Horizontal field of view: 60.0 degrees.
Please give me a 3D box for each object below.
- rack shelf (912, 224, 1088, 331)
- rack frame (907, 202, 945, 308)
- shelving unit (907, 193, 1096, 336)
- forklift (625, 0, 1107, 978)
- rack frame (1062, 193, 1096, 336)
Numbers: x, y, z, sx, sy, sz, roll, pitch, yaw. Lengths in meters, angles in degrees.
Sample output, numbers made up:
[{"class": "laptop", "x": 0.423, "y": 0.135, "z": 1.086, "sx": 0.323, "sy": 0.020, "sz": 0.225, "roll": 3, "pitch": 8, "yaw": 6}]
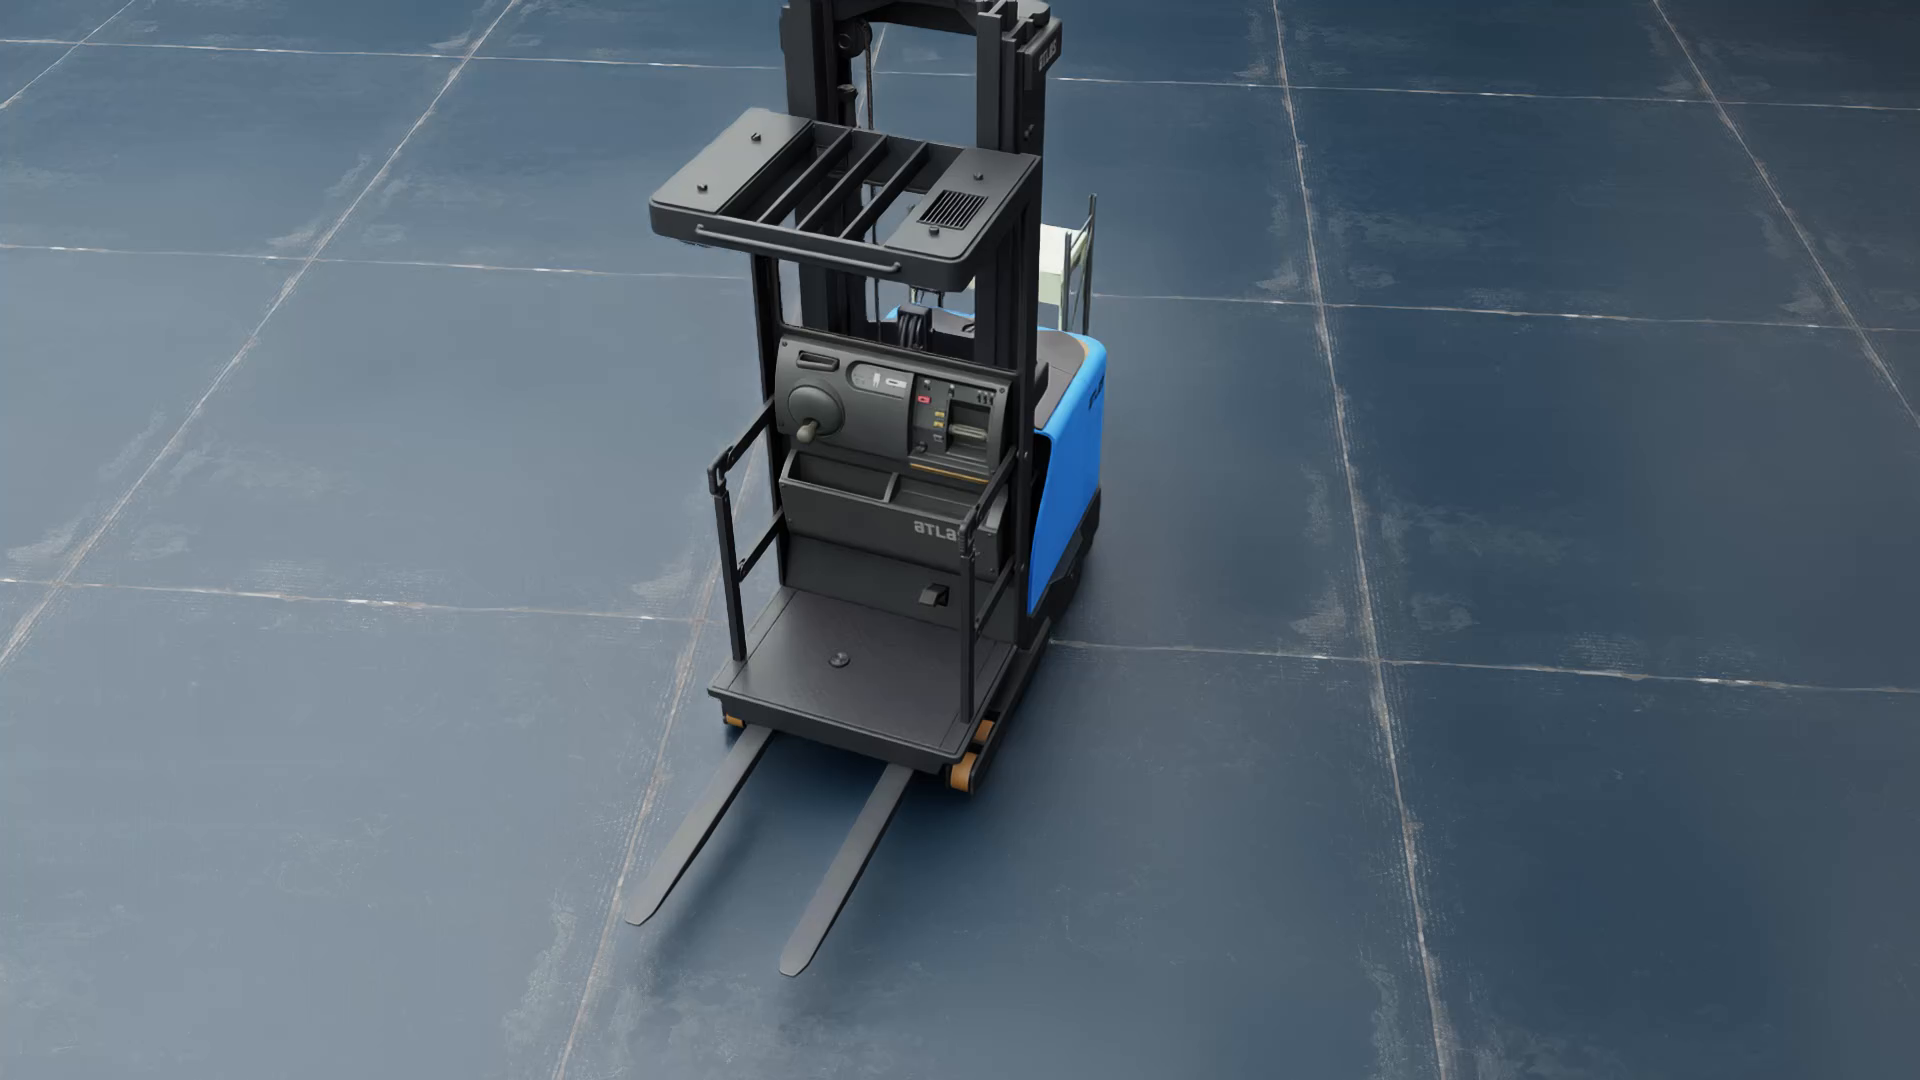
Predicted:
[{"class": "rack shelf", "x": 0.189, "y": -1.236, "z": 7.632, "sx": 0.720, "sy": 0.370, "sz": 0.431, "roll": 13, "pitch": 41, "yaw": 16}, {"class": "rack frame", "x": -0.154, "y": -1.014, "z": 7.978, "sx": 0.023, "sy": 1.500, "sz": 0.400, "roll": 13, "pitch": 41, "yaw": 16}, {"class": "shelving unit", "x": 0.189, "y": -0.933, "z": 7.879, "sx": 0.755, "sy": 1.500, "sz": 0.431, "roll": 13, "pitch": 41, "yaw": 16}, {"class": "forklift", "x": -0.340, "y": -0.427, "z": 6.124, "sx": 1.130, "sy": 2.935, "sz": 3.031, "roll": 14, "pitch": 41, "yaw": 16}, {"class": "rack frame", "x": 0.532, "y": -0.853, "z": 7.779, "sx": 0.023, "sy": 1.500, "sz": 0.400, "roll": 13, "pitch": 41, "yaw": 16}]
